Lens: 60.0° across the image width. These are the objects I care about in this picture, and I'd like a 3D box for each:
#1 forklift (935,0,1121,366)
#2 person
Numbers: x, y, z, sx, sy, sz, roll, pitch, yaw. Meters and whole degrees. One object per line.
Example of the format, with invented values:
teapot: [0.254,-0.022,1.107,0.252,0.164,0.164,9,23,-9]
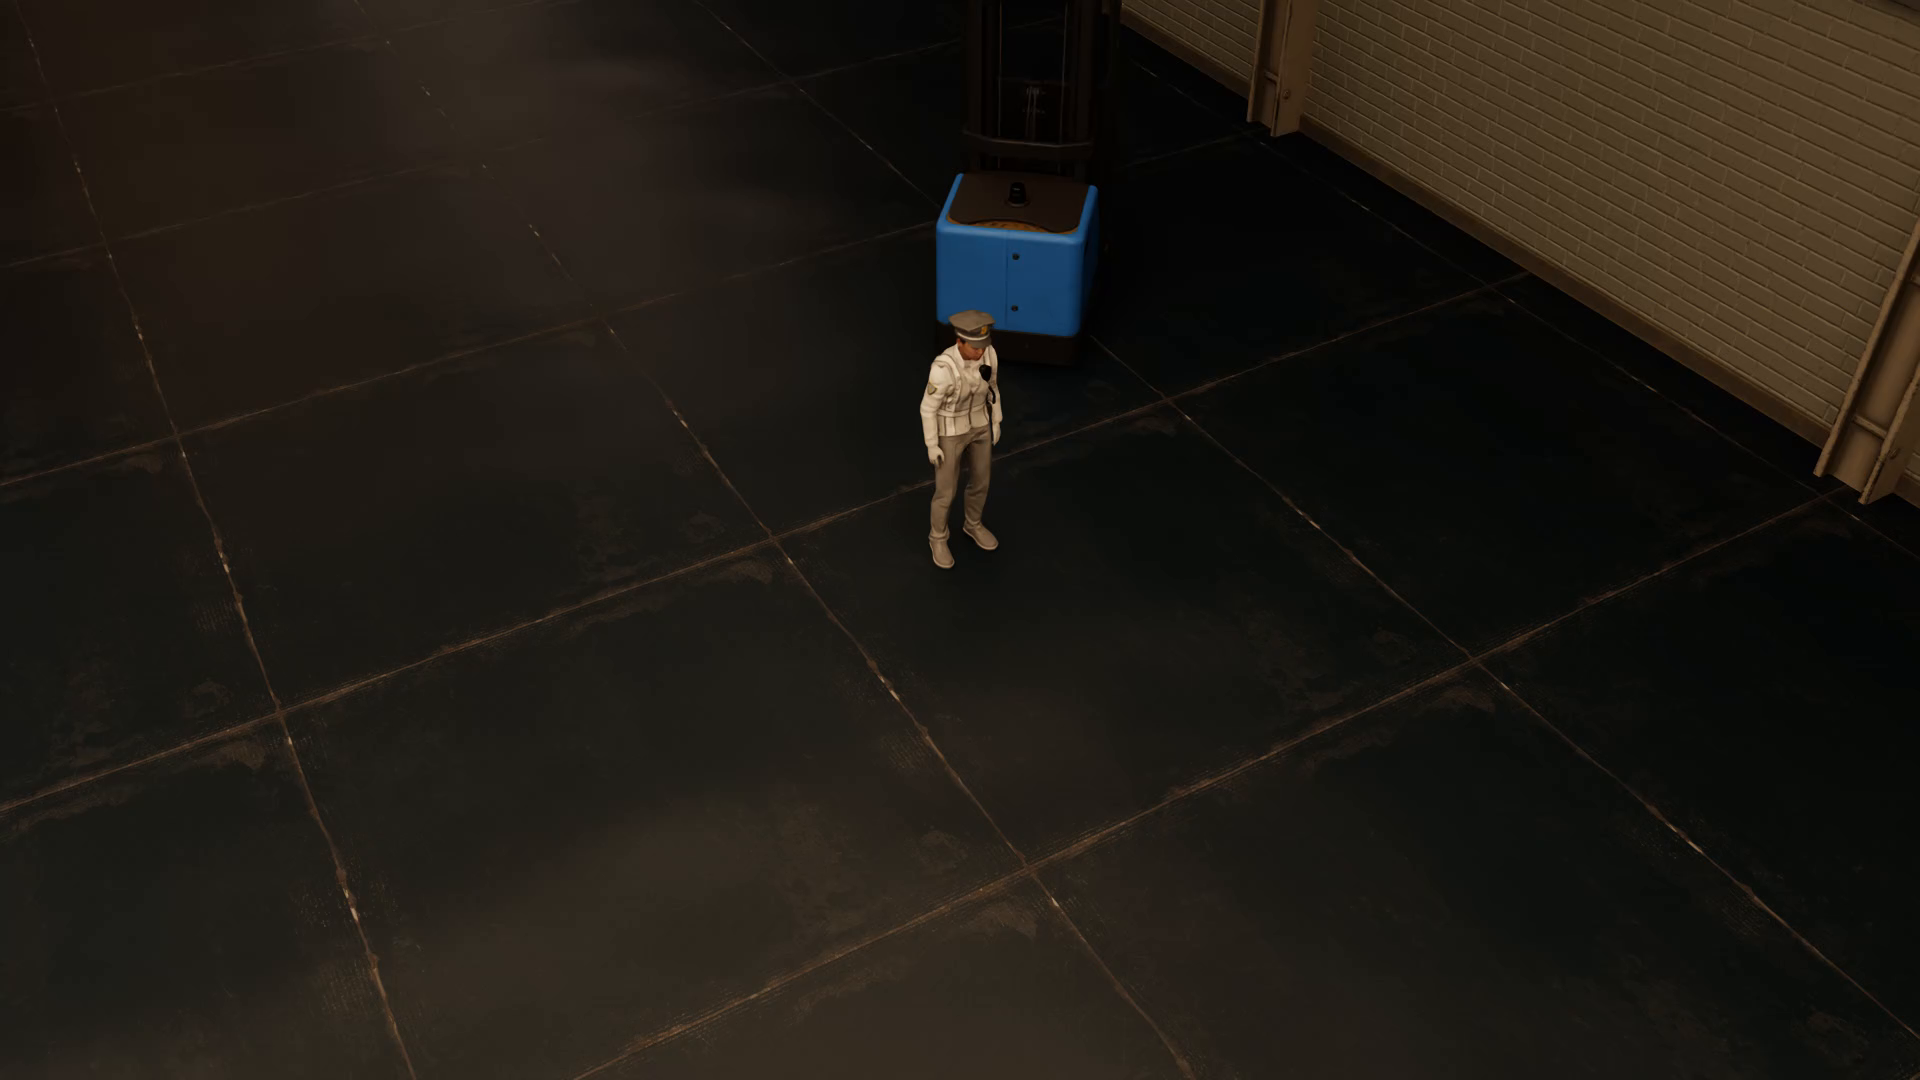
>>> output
forklift: [0.604,-3.295,12.008,1.130,2.935,3.031,7,40,8]
person: [0.024,-0.626,9.786,0.529,1.663,0.372,-22,44,-24]
